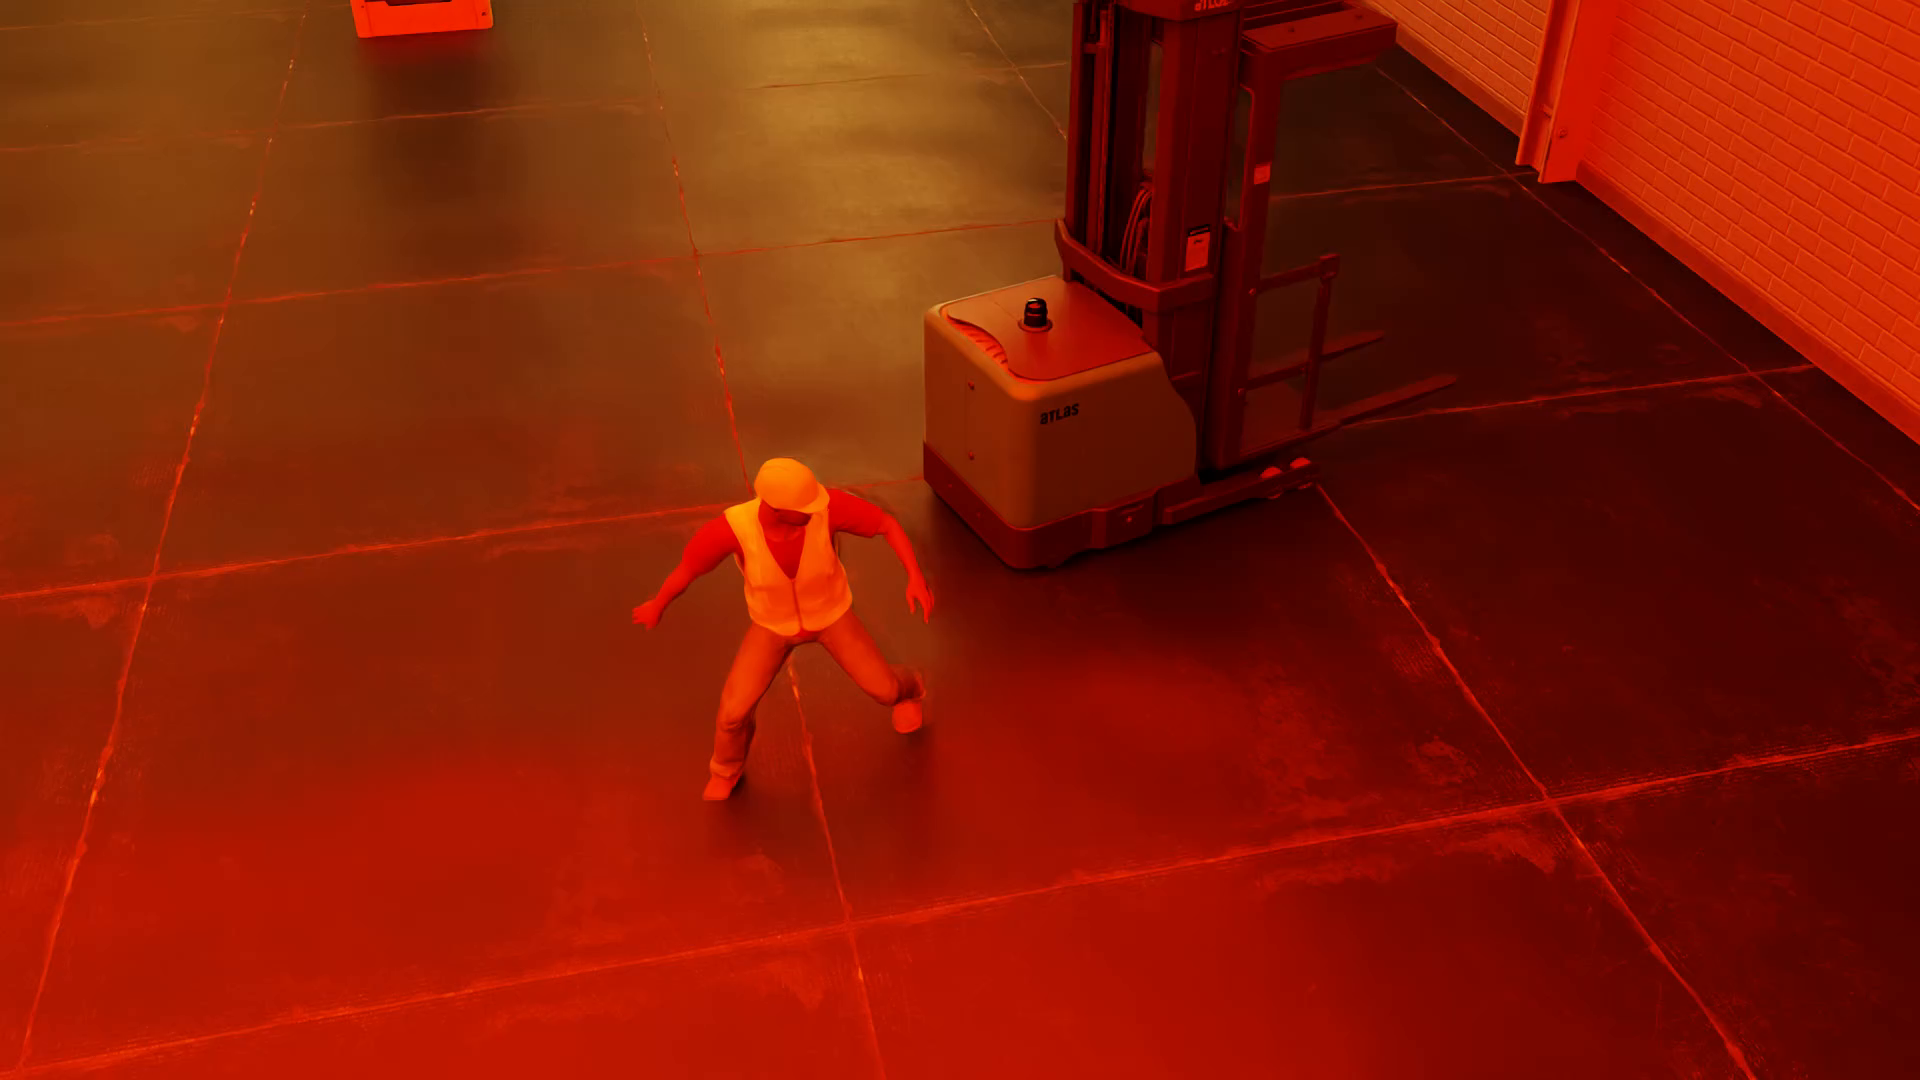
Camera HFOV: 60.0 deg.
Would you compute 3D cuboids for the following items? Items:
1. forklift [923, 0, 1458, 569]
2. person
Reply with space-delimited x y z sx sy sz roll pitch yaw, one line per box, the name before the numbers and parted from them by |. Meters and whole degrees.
forklift | 1.345 -1.660 8.357 3.031 2.935 1.130 -18 39 -23
person | -0.726 0.333 6.780 1.227 1.659 0.533 -5 36 -7
